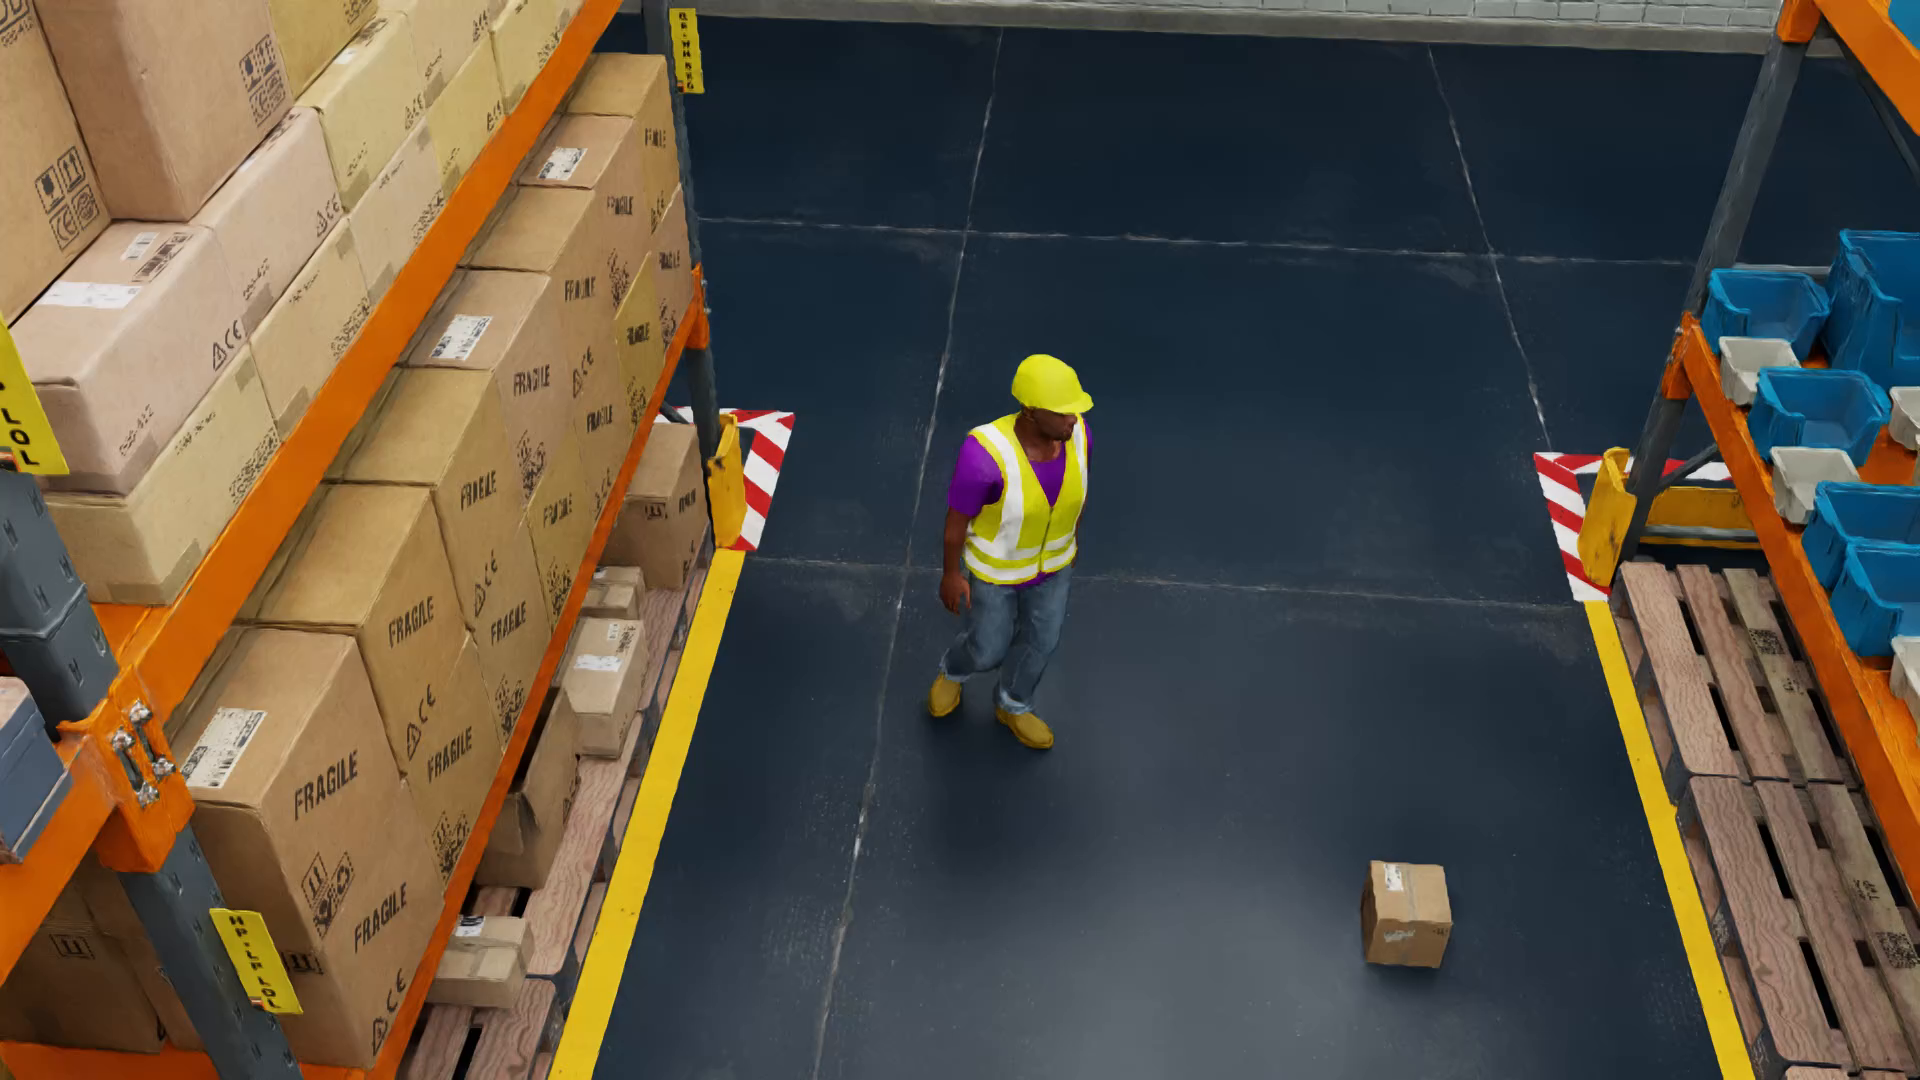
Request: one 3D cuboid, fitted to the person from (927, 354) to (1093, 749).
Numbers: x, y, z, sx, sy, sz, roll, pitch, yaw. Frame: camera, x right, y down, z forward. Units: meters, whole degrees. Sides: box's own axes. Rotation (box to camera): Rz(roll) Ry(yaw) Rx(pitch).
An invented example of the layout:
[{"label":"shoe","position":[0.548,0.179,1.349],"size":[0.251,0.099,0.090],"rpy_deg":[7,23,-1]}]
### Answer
[{"label":"person","position":[0.183,0.032,6.101],"size":[0.613,1.754,0.570],"rpy_deg":[-20,44,-22]}]
